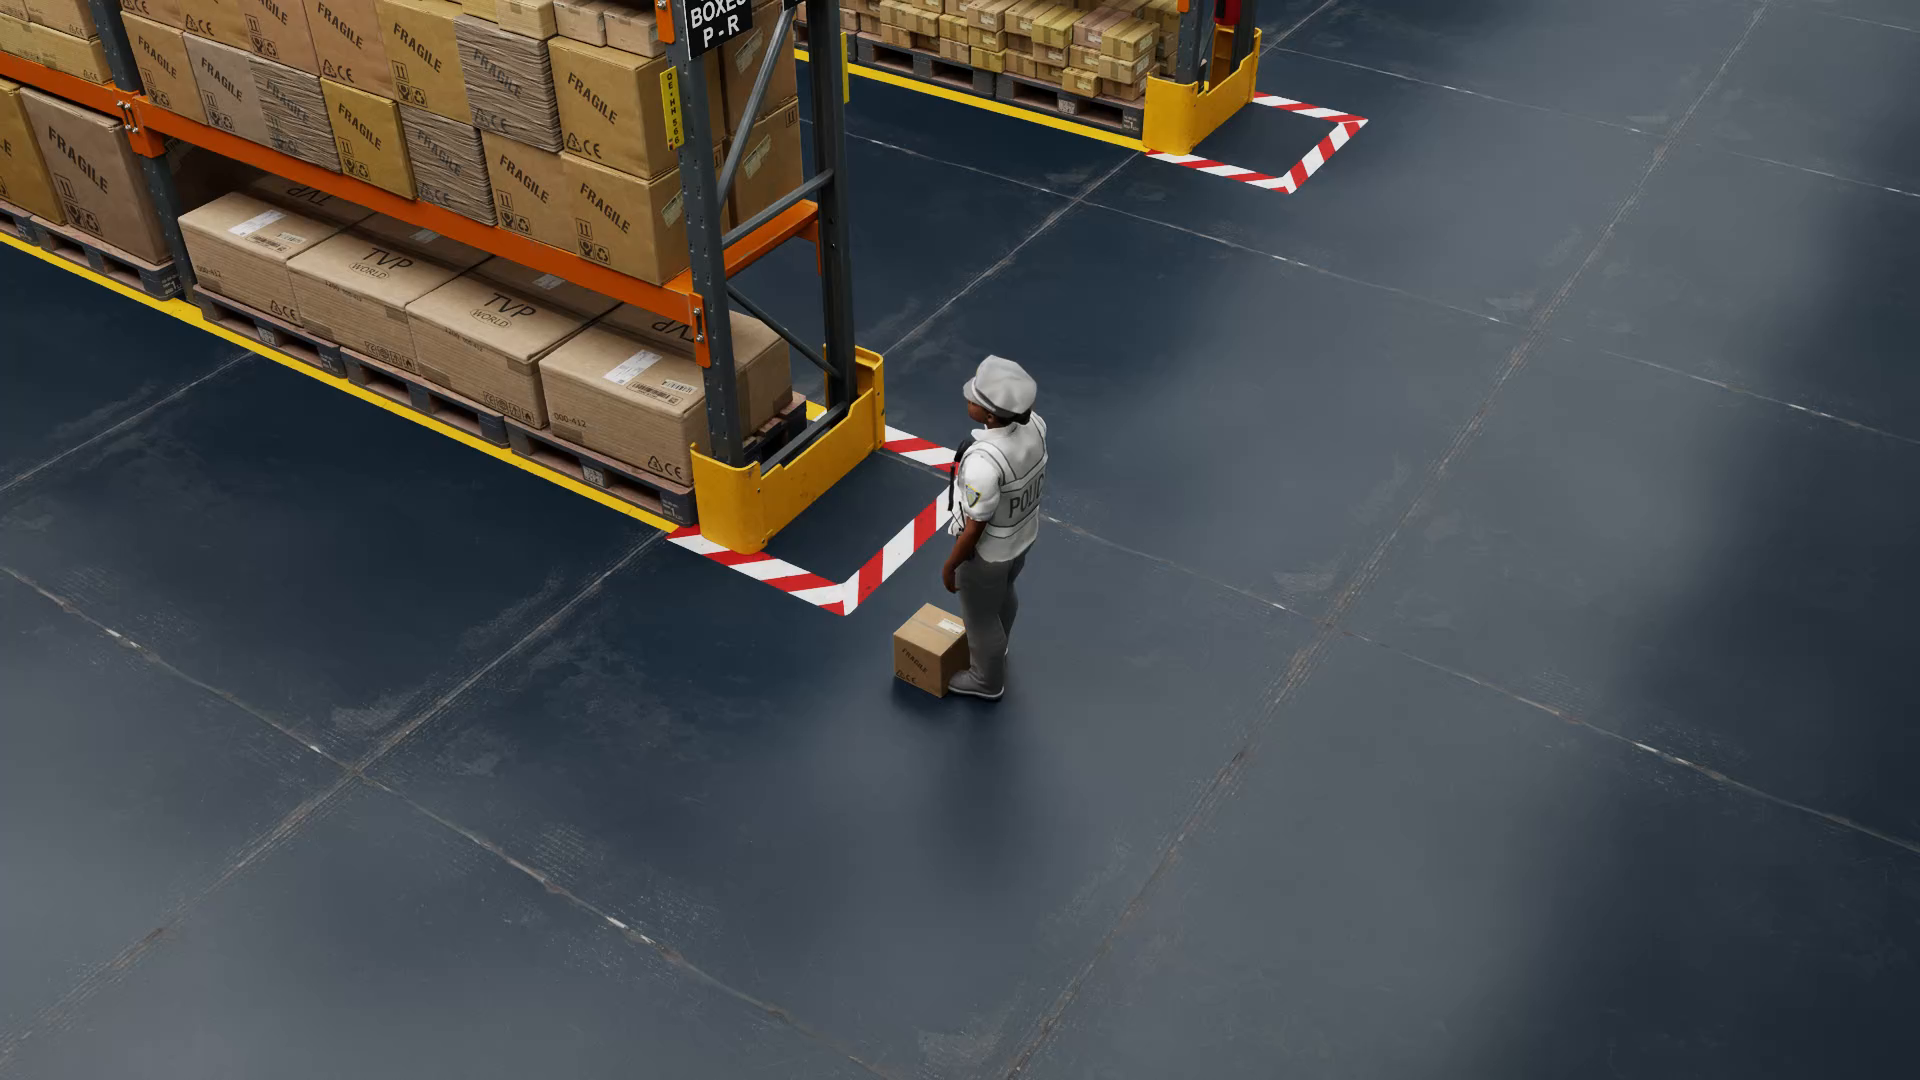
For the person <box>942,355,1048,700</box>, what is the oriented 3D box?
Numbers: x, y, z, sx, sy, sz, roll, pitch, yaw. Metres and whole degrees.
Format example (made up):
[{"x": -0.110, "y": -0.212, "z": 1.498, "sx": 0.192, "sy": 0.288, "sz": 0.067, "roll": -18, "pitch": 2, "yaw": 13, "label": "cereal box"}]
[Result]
[{"x": 0.078, "y": -0.042, "z": 6.692, "sx": 0.529, "sy": 1.692, "sz": 0.569, "roll": 22, "pitch": 43, "yaw": 25, "label": "person"}]
